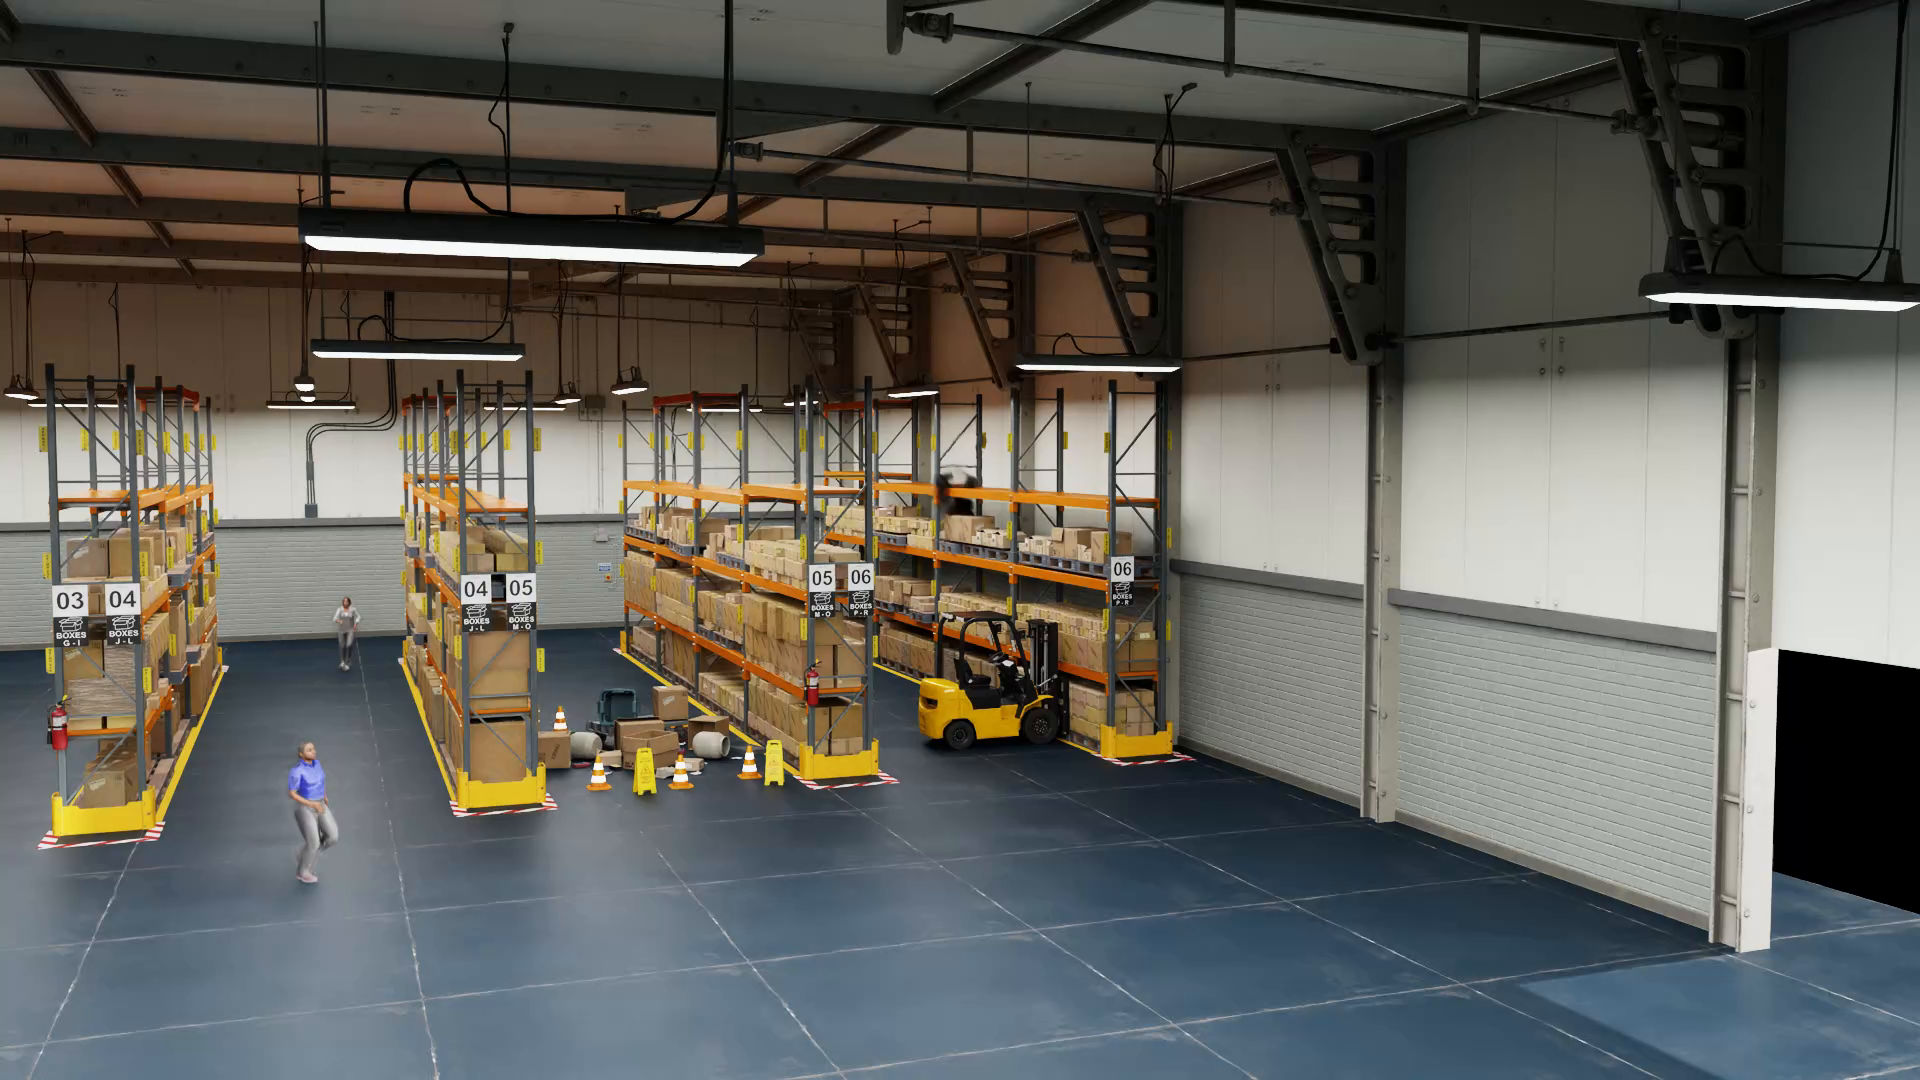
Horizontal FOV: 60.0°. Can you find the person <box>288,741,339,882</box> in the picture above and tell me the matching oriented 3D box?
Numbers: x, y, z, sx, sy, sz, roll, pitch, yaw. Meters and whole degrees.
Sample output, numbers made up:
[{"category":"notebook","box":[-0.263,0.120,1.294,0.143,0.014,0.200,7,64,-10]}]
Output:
[{"category":"person","box":[-7.375,3.089,18.981,0.500,1.617,0.588,1,4,20]}]

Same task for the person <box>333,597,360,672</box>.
[{"category":"person","box":[-13.508,2.069,36.606,0.539,1.644,0.643,-1,3,-9]}]
